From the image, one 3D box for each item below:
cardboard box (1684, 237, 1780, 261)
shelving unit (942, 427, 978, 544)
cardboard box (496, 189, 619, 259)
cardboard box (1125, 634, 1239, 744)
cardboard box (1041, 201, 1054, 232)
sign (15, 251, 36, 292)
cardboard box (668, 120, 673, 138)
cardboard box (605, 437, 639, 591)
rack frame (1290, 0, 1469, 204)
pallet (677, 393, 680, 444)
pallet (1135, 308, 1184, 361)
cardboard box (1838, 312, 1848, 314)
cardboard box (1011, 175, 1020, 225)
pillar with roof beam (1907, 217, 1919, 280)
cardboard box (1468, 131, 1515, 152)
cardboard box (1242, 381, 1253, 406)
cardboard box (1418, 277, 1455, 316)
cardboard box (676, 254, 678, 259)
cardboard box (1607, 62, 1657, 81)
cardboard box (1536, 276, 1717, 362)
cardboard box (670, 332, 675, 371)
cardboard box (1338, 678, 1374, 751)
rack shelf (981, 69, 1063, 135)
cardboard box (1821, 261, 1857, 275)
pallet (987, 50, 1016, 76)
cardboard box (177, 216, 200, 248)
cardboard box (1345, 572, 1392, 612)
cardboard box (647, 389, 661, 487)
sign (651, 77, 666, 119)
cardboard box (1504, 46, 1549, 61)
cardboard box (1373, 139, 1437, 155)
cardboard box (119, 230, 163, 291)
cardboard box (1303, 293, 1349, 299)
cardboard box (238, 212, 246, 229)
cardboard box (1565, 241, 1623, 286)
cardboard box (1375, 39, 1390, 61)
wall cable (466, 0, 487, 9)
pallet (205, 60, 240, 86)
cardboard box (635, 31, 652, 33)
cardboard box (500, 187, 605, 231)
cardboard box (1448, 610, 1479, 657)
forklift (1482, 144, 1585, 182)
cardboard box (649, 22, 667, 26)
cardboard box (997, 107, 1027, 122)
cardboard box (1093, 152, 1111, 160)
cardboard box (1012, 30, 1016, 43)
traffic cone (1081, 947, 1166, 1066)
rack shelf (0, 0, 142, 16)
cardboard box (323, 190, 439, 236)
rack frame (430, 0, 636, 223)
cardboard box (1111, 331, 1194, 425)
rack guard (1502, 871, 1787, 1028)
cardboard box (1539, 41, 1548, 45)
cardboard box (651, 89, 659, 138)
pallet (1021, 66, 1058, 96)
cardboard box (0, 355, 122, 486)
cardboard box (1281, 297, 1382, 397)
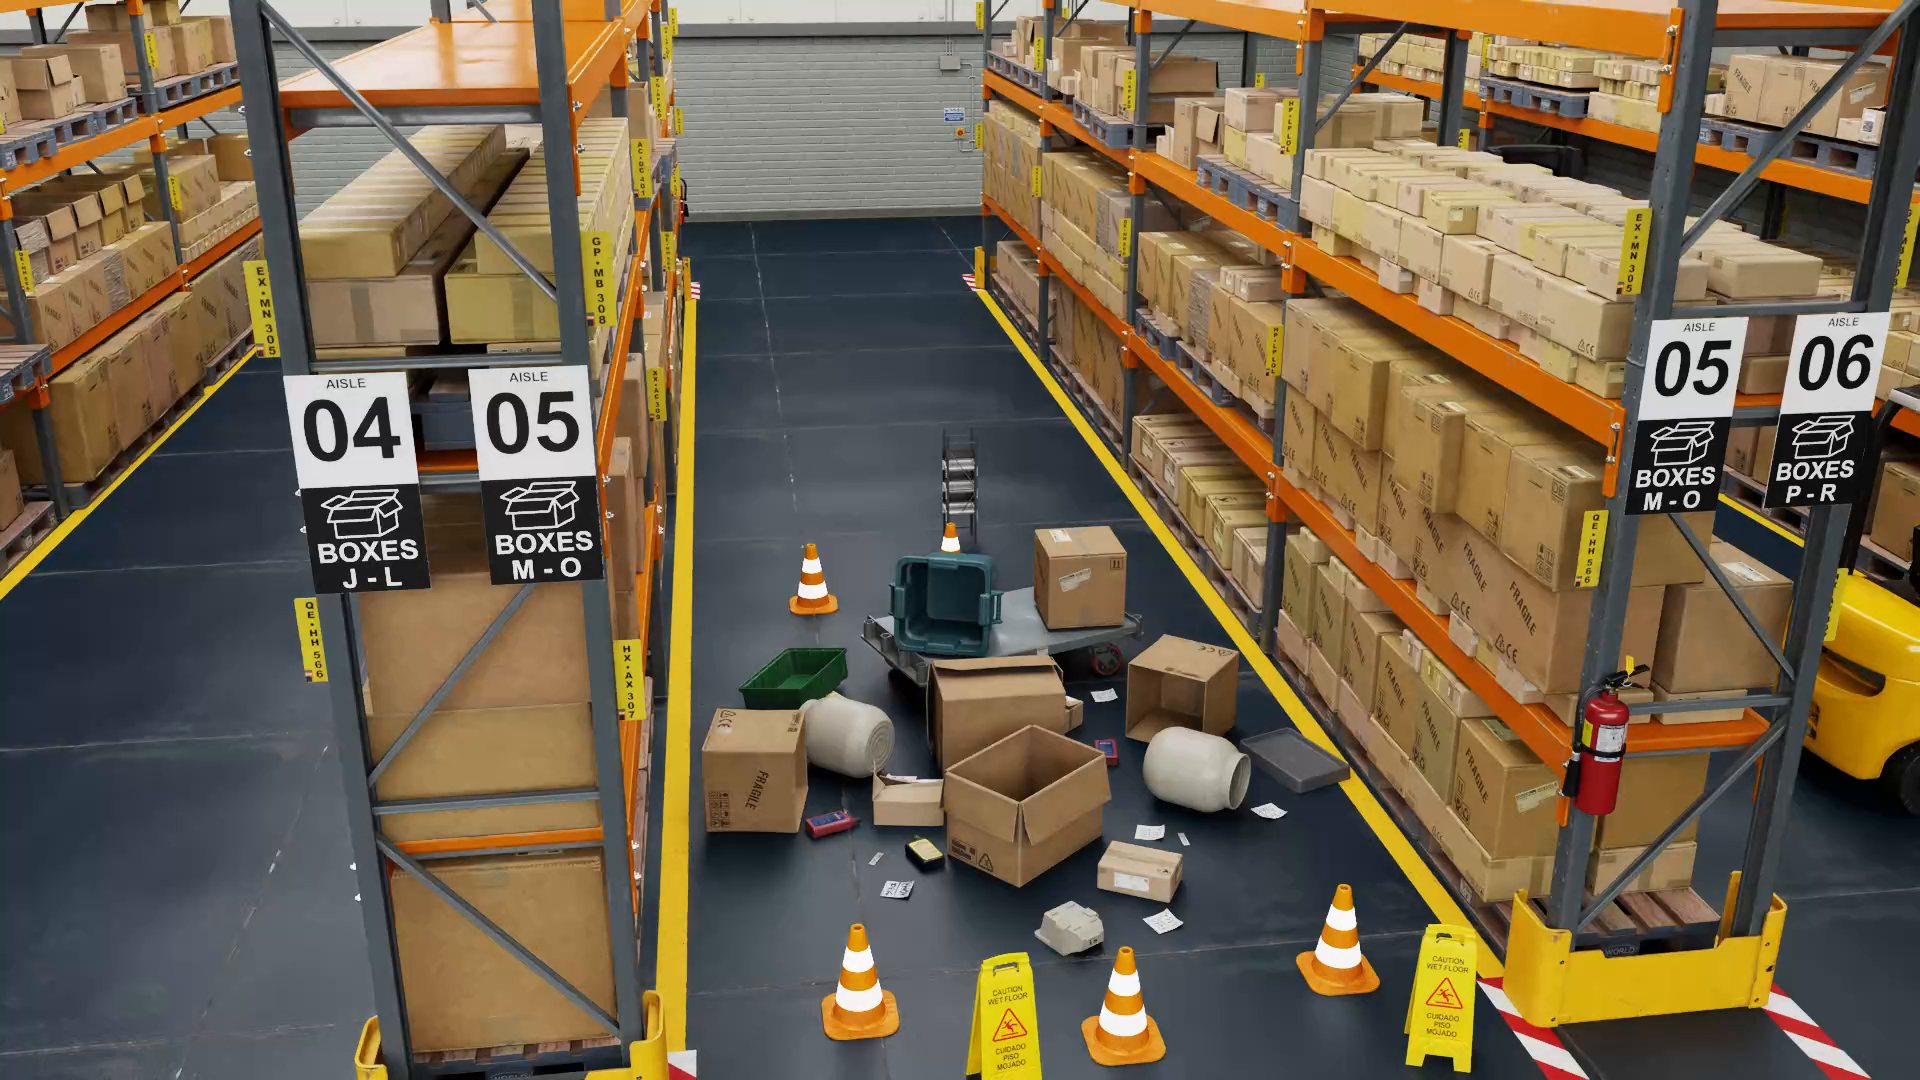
[{"bbox_3d":[3.205,-1.175,7.007,0.380,0.149,0.250,-3,21,-8],"label":"cardboard box"},{"bbox_3d":[-0.001,-0.424,13.066,0.258,0.900,0.210,-3,21,-8],"label":"shelving unit"},{"bbox_3d":[-1.813,-1.431,7.520,0.500,0.250,0.500,-3,21,-8],"label":"cardboard box"},{"bbox_3d":[1.337,0.930,10.007,0.500,0.500,0.500,12,24,29],"label":"cardboard box"},{"bbox_3d":[1.161,-3.446,17.656,0.500,0.250,0.500,-4,21,-9],"label":"cardboard box"},{"bbox_3d":[-7.318,-2.100,13.010,0.100,0.325,0.005,-3,21,-8],"label":"sign"},{"bbox_3d":[-3.536,-4.520,19.033,0.500,0.500,0.500,-4,21,-10],"label":"cardboard box"},{"bbox_3d":[-1.910,-0.102,7.446,0.875,0.550,0.550,-3,21,-8],"label":"cardboard box"},{"bbox_3d":[2.529,-3.489,9.697,1.000,3.000,0.127,-3,21,-8],"label":"rack frame"},{"bbox_3d":[-3.215,-1.165,16.034,1.003,0.211,1.213,-3,21,-8],"label":"pallet"},{"bbox_3d":[2.161,-1.733,13.842,1.213,0.211,1.003,-3,21,-8],"label":"pallet"},{"bbox_3d":[6.968,-1.607,12.731,0.500,0.250,0.500,-3,21,-7],"label":"cardboard box"},{"bbox_3d":[0.890,-3.995,19.481,0.500,0.500,0.500,-3,21,-9],"label":"cardboard box"},{"bbox_3d":[3.684,-4.503,12.411,9.100,9.000,0.400,-3,21,-8],"label":"pillar with roof beam"},{"bbox_3d":[6.336,-4.650,20.096,0.500,0.500,0.500,-3,21,-9],"label":"cardboard box"},{"bbox_3d":[2.161,-1.014,11.404,0.380,0.149,0.250,-4,21,-9],"label":"cardboard box"},{"bbox_3d":[2.512,-1.220,8.269,0.380,0.149,0.250,-3,21,-8],"label":"cardboard box"},{"bbox_3d":[-3.757,-3.518,20.974,0.380,0.149,0.250,-3,21,-7],"label":"cardboard box"},{"bbox_3d":[6.373,-4.443,15.756,0.380,0.149,0.250,-3,21,-9],"label":"cardboard box"},{"bbox_3d":[2.766,-0.932,6.926,0.500,0.250,0.500,-3,21,-8],"label":"cardboard box"},{"bbox_3d":[-2.923,-1.755,15.528,0.500,0.250,0.500,-3,21,-7],"label":"cardboard box"},{"bbox_3d":[2.514,0.998,9.586,0.500,0.250,0.500,-3,21,-8],"label":"cardboard box"},{"bbox_3d":[1.088,-5.209,19.618,1.077,0.370,4.000,-3,21,-8],"label":"rack shelf"},{"bbox_3d":[7.302,-2.210,13.777,0.380,0.149,0.250,-3,21,-8],"label":"cardboard box"},{"bbox_3d":[0.917,-5.941,20.675,1.003,0.211,1.213,-3,21,-8],"label":"pallet"},{"bbox_3d":[-8.239,-3.194,17.270,0.500,0.250,0.500,-3,21,-9],"label":"cardboard box"},{"bbox_3d":[2.423,0.292,9.477,0.380,0.149,0.250,-2,21,-5],"label":"cardboard box"},{"bbox_3d":[-2.164,-0.637,10.491,0.500,0.500,0.500,-3,21,-7],"label":"cardboard box"},{"bbox_3d":[-2.381,-3.489,13.131,0.100,0.325,0.005,-3,21,-8],"label":"sign"},{"bbox_3d":[6.005,-5.157,17.639,0.380,0.149,0.250,-3,21,-7],"label":"cardboard box"},{"bbox_3d":[2.842,-2.433,10.771,0.500,0.250,0.500,-3,21,-9],"label":"cardboard box"},{"bbox_3d":[-8.028,-2.676,15.951,0.500,0.500,0.500,-2,21,-6],"label":"cardboard box"},{"bbox_3d":[2.673,-1.412,11.541,0.500,0.500,0.500,-3,21,-8],"label":"cardboard box"},{"bbox_3d":[-8.443,-3.666,19.104,0.380,0.149,0.250,-3,21,-8],"label":"cardboard box"},{"bbox_3d":[2.766,-1.149,6.936,0.380,0.149,0.250,-3,21,-7],"label":"cardboard box"},{"bbox_3d":[5.598,-6.217,21.077,0.500,0.250,0.500,-3,21,-7],"label":"cardboard box"},{"bbox_3d":[-6.411,-10.783,24.627,2.277,5.999,0.120,-3,21,-8],"label":"wall cable"},{"bbox_3d":[-8.890,-5.441,19.337,1.003,0.211,1.213,-3,21,-8],"label":"pallet"},{"bbox_3d":[-3.503,-5.580,18.513,0.380,0.149,0.250,-4,21,-9],"label":"cardboard box"},{"bbox_3d":[-1.619,-1.309,6.622,0.380,0.149,0.250,-3,21,-7],"label":"cardboard box"},{"bbox_3d":[2.611,0.445,8.096,0.380,0.149,0.250,-3,21,-7],"label":"cardboard box"},{"bbox_3d":[4.558,-1.560,13.203,1.130,2.935,3.031,-3,21,-8],"label":"forklift"},{"bbox_3d":[-3.746,-6.205,20.185,0.380,0.149,0.250,-3,21,-8],"label":"cardboard box"},{"bbox_3d":[0.665,-5.243,20.467,0.380,0.149,0.250,-4,21,-10],"label":"cardboard box"},{"bbox_3d":[1.689,-3.822,17.590,0.500,0.500,0.500,-2,21,-6],"label":"cardboard box"},{"bbox_3d":[0.953,-6.261,20.876,0.500,0.250,0.500,-5,21,-13],"label":"cardboard box"},{"bbox_3d":[0.718,1.984,7.242,0.336,0.463,0.334,-3,21,-8],"label":"traffic cone"},{"bbox_3d":[-8.142,-4.543,14.117,1.077,0.370,4.000,-3,21,-8],"label":"rack shelf"},{"bbox_3d":[-2.273,-1.278,6.541,0.380,0.149,0.250,-3,21,-7],"label":"cardboard box"},{"bbox_3d":[-2.354,-3.205,8.935,1.000,3.000,0.127,-3,21,-8],"label":"rack frame"},{"bbox_3d":[1.935,-1.509,15.405,0.875,0.875,0.875,-3,21,-8],"label":"cardboard box"},{"bbox_3d":[3.095,1.851,7.547,1.175,0.500,0.348,-3,21,-8],"label":"rack guard"},{"bbox_3d":[6.399,-5.462,17.866,0.396,0.266,0.258,-3,21,-9],"label":"cardboard box"},{"bbox_3d":[-2.750,-3.442,13.716,0.500,0.500,0.500,-3,21,-8],"label":"cardboard box"},{"bbox_3d":[1.269,-5.096,18.413,1.003,0.211,1.213,-3,21,-8],"label":"pallet"},{"bbox_3d":[-7.933,-1.005,14.057,1.225,0.875,0.875,-4,21,-10],"label":"cardboard box"},{"bbox_3d":[2.378,-1.170,10.065,0.700,0.500,0.500,-3,21,-8],"label":"cardboard box"}]
